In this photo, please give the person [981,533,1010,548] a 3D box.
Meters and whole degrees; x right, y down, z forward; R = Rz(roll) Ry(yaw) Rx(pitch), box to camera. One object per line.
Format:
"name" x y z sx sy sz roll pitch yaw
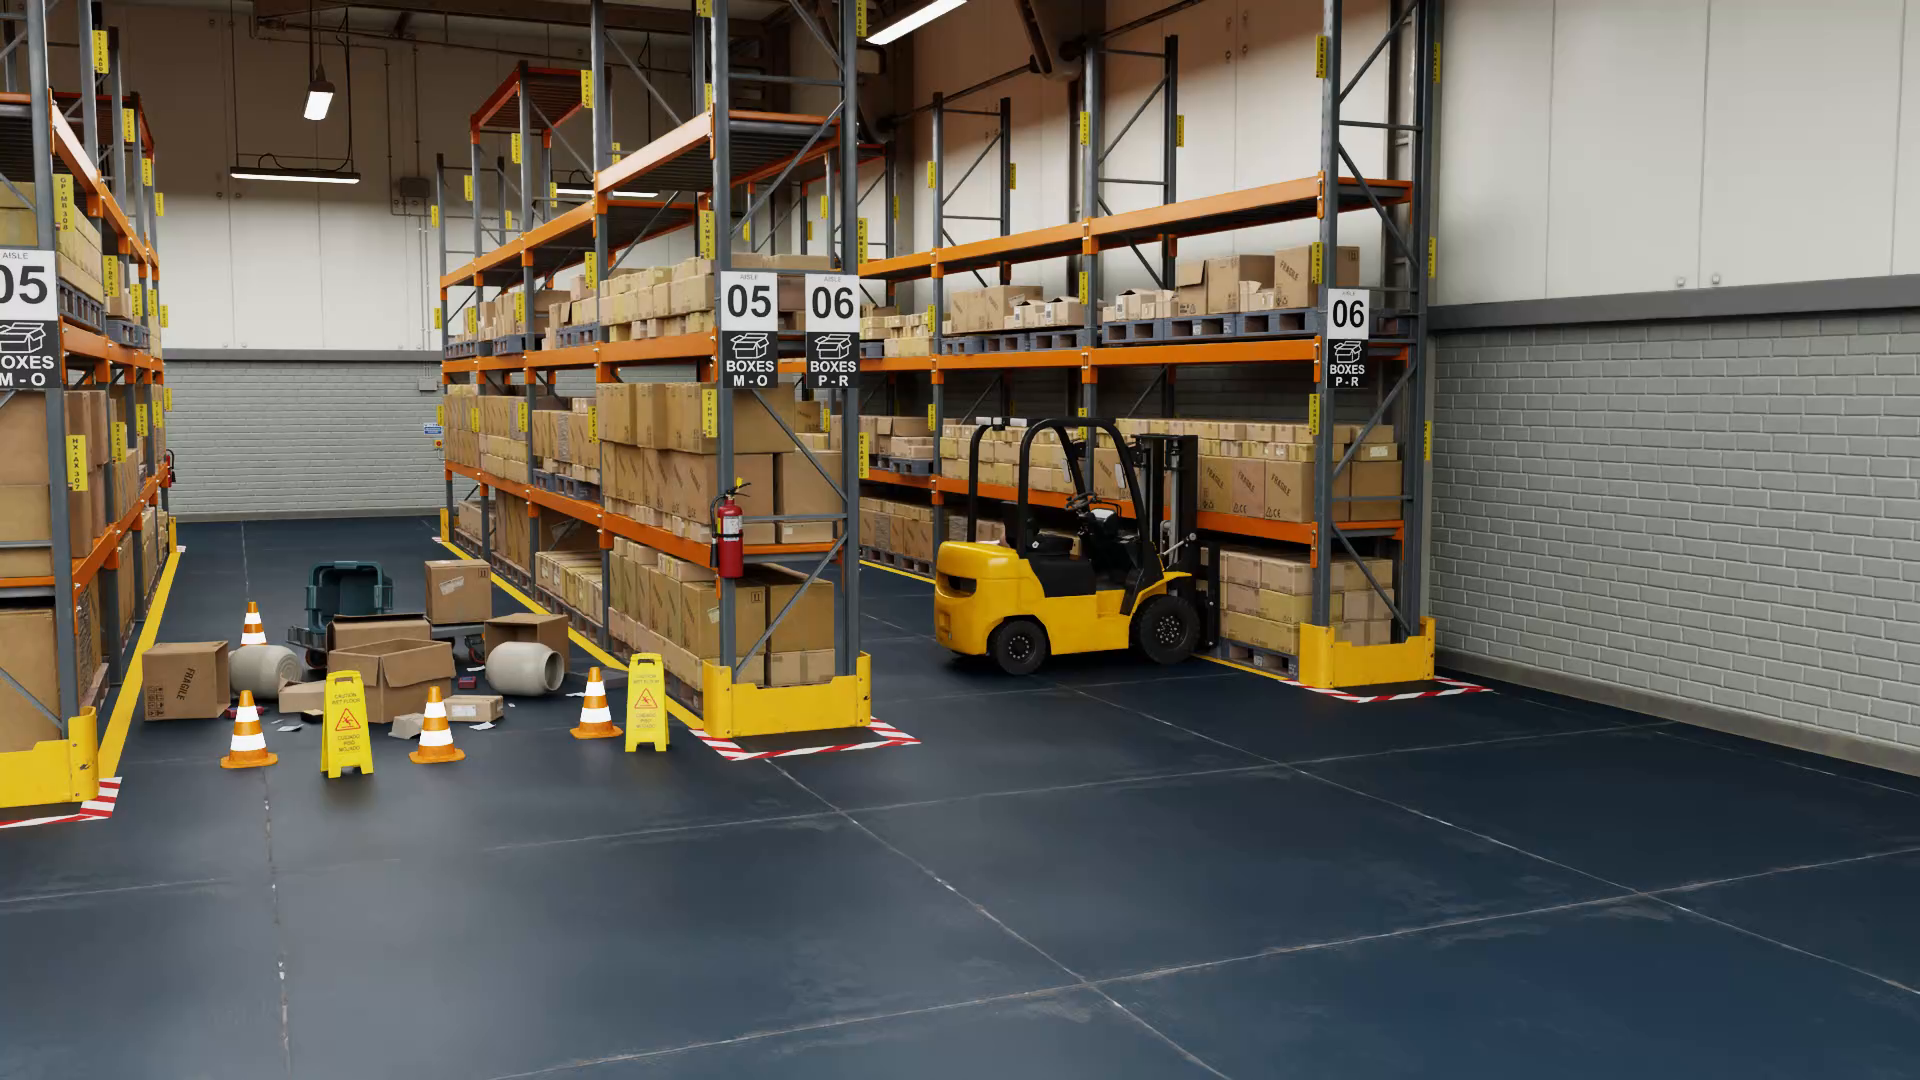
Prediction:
"person" 0.320 0.410 16.579 0.613 0.986 0.910 -2 6 -24
